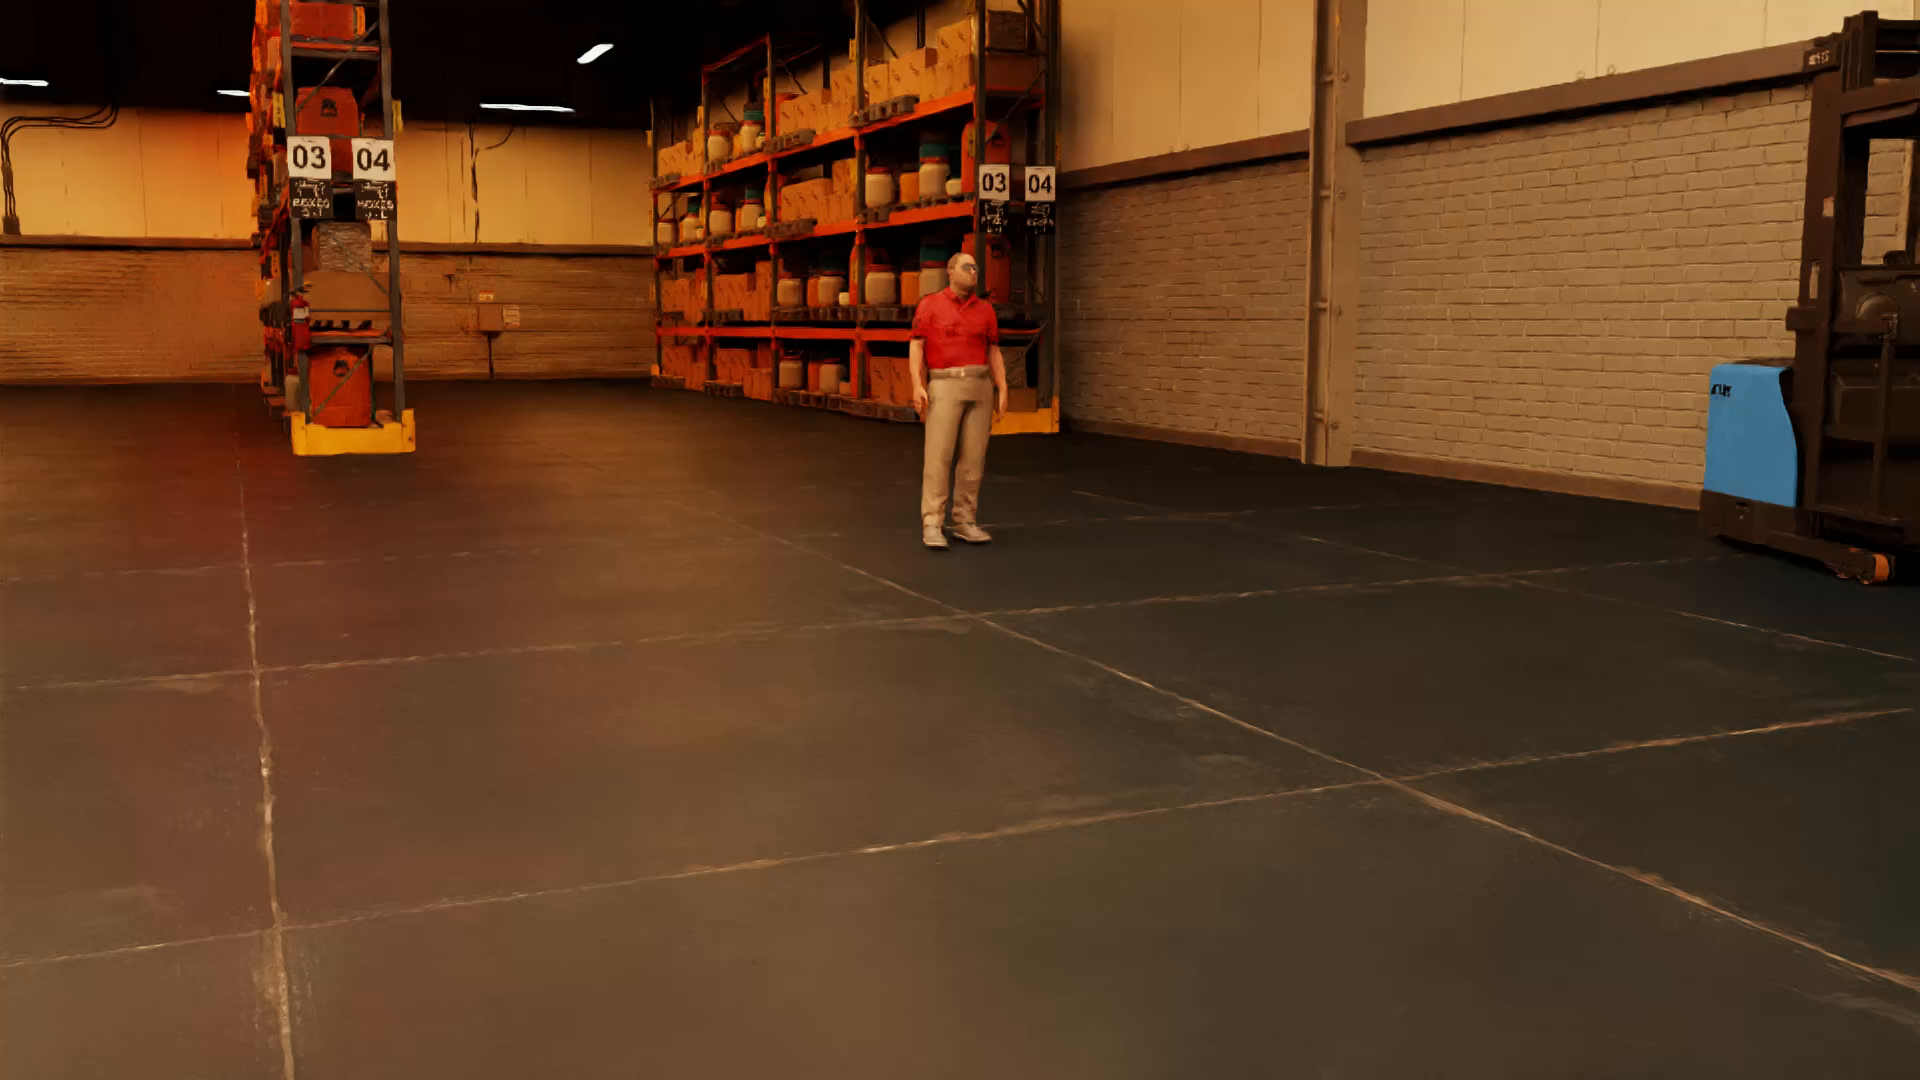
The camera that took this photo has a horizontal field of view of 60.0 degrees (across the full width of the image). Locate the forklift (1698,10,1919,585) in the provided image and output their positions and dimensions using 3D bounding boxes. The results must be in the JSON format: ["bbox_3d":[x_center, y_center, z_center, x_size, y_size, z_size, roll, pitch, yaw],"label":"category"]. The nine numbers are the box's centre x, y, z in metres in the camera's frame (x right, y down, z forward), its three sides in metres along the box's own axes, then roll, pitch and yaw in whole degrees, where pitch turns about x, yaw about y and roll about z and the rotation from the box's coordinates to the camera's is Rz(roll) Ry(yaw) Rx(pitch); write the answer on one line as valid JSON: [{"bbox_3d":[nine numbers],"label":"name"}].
[{"bbox_3d":[5.110,-1.268,8.560,1.130,2.935,3.031,0,8,-4],"label":"forklift"}]

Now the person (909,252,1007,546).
[{"bbox_3d":[0.025,-0.853,9.954,0.640,1.726,0.550,-3,8,-23],"label":"person"}]
